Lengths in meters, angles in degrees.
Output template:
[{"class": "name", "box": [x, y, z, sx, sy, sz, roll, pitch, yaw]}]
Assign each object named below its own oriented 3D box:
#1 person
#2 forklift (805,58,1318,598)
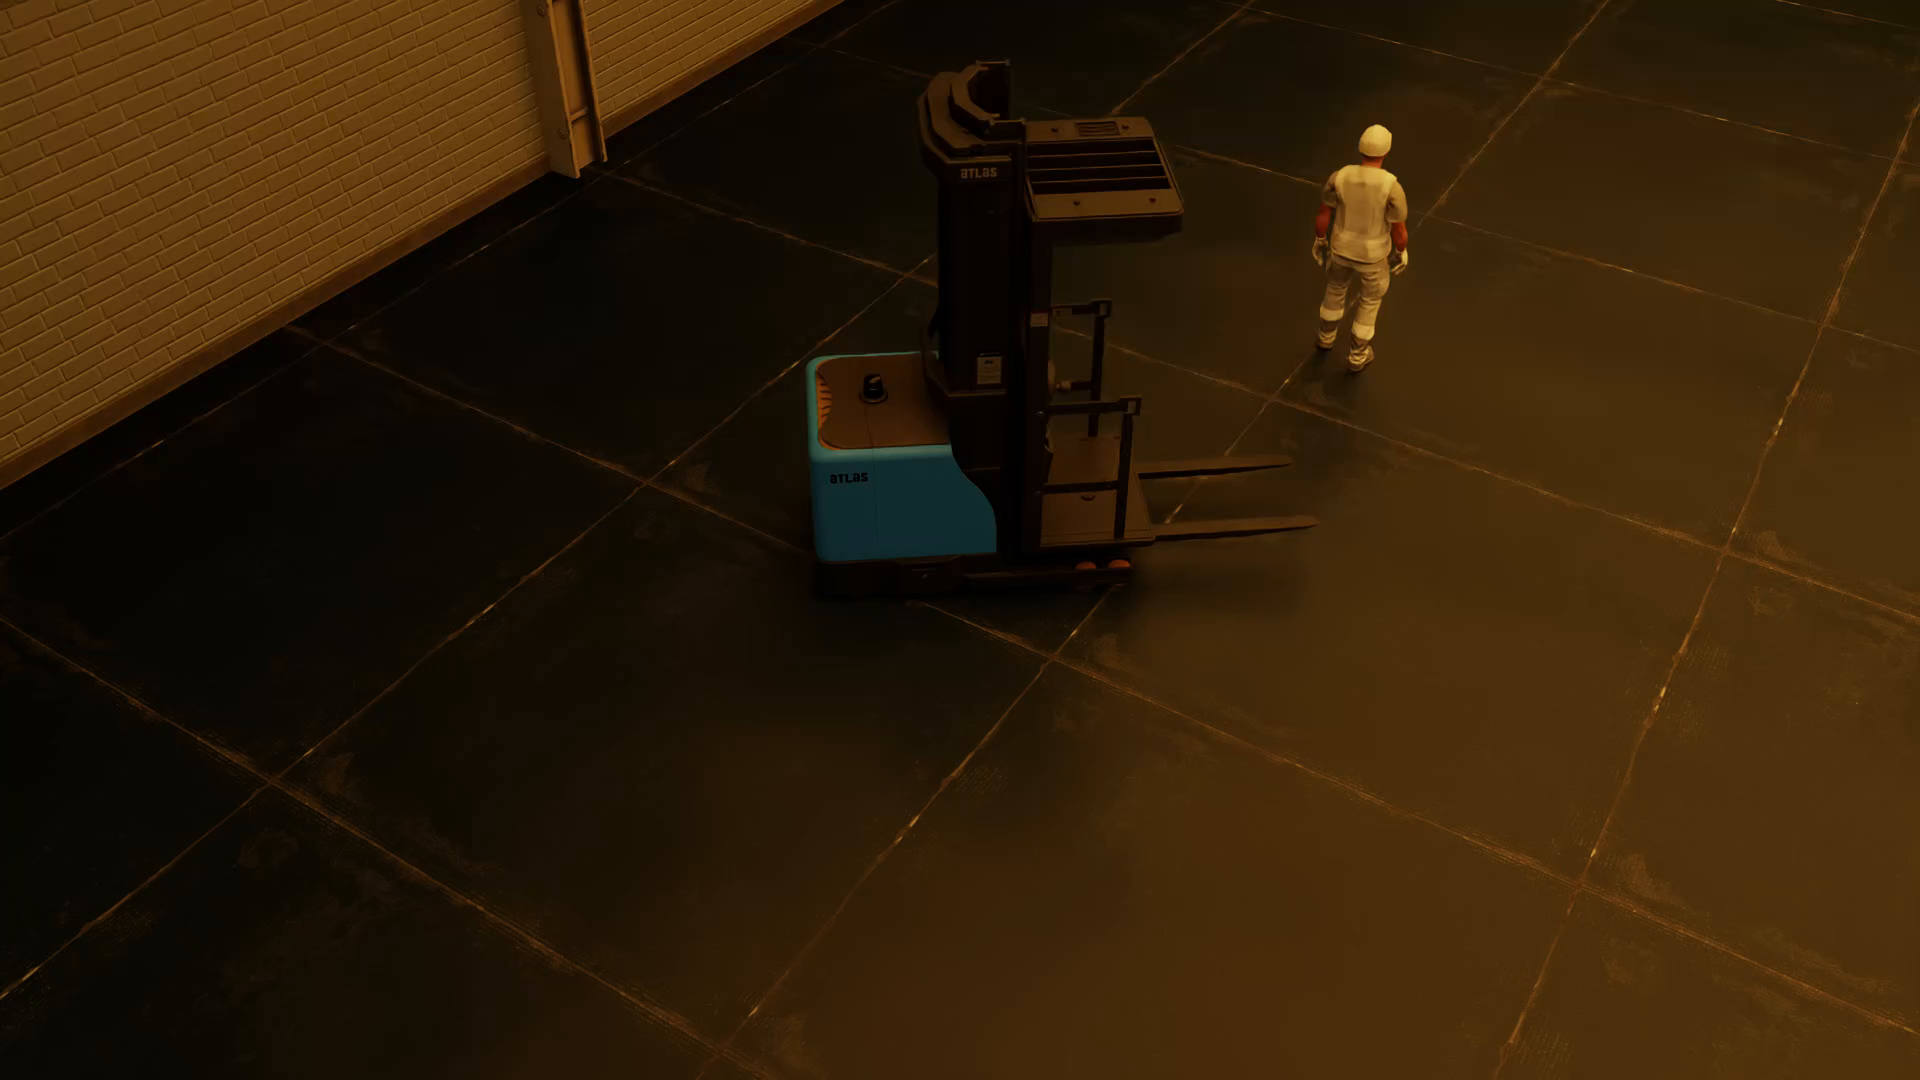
[{"class": "person", "box": [2.728, -1.983, 11.223, 0.630, 1.814, 0.506, 22, 45, 24]}, {"class": "forklift", "box": [0.616, -1.167, 9.344, 3.031, 2.935, 1.130, -3, 40, -4]}]
